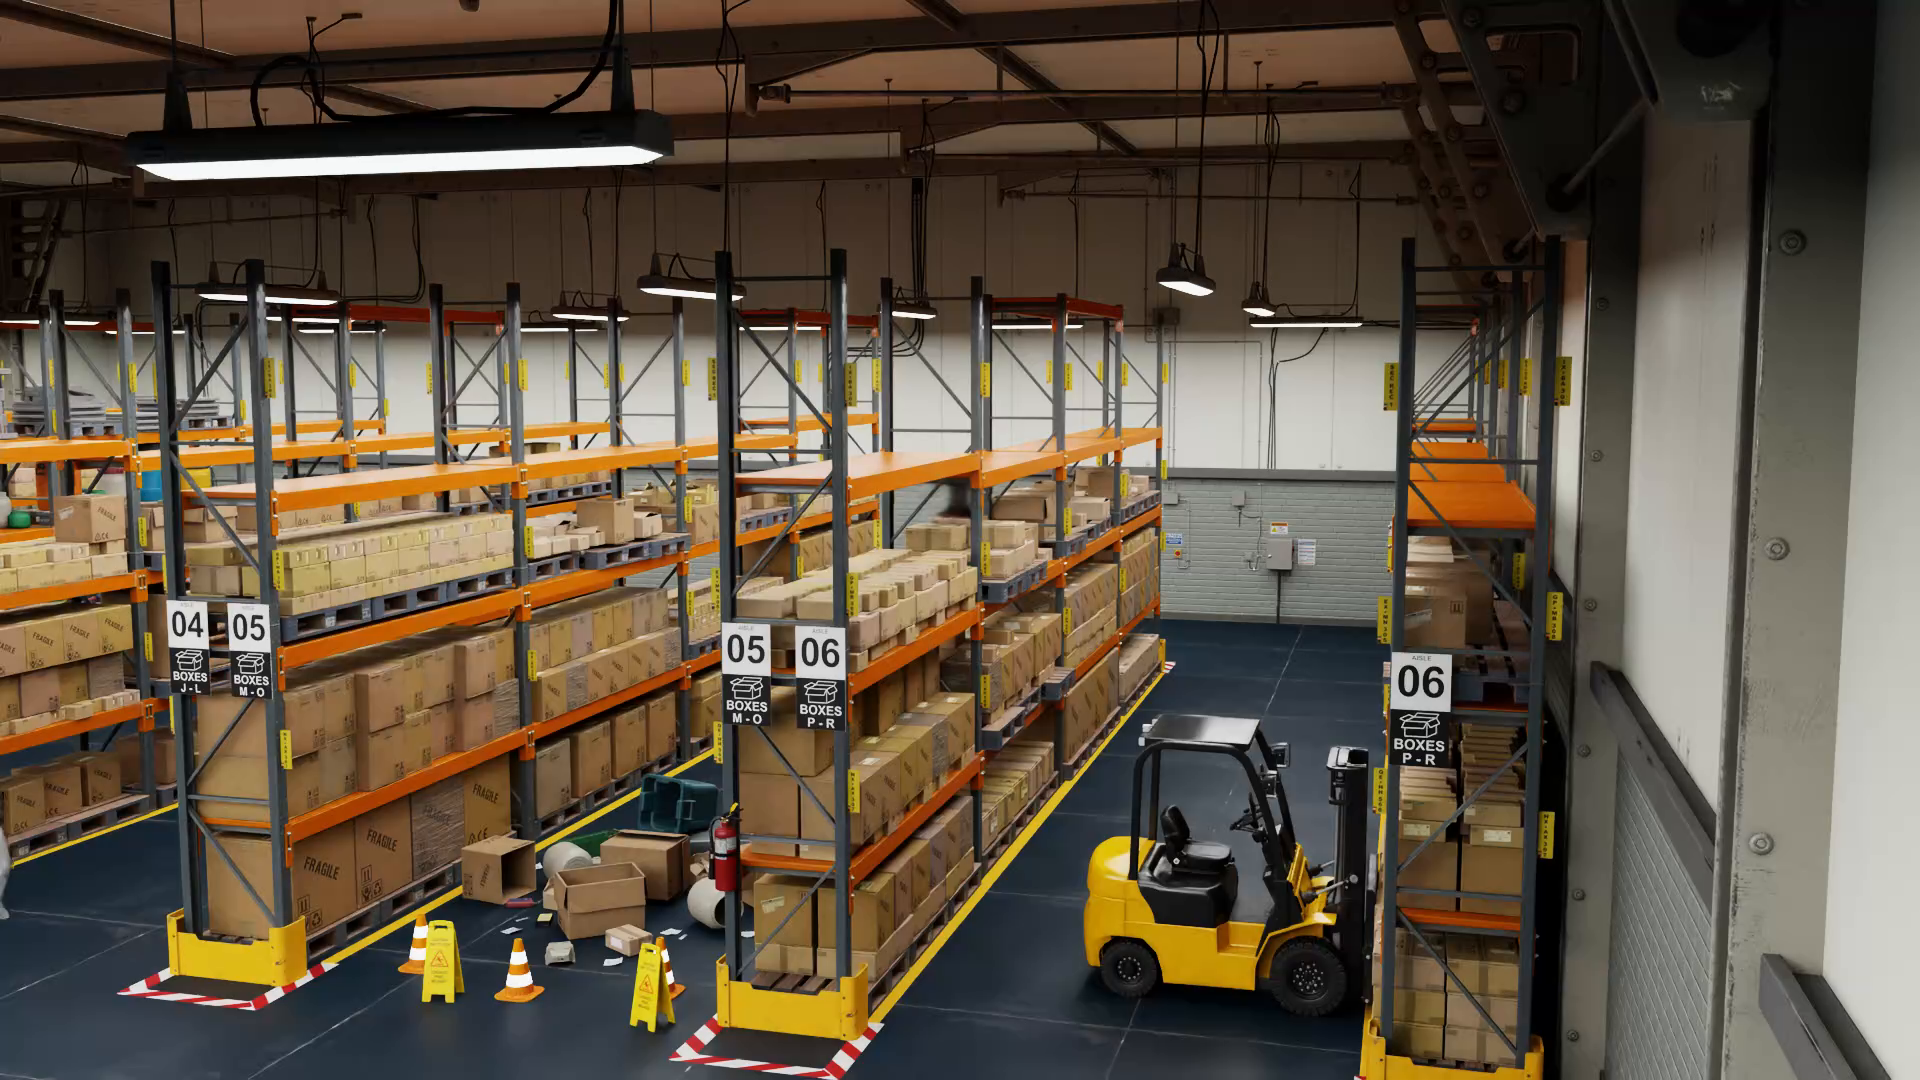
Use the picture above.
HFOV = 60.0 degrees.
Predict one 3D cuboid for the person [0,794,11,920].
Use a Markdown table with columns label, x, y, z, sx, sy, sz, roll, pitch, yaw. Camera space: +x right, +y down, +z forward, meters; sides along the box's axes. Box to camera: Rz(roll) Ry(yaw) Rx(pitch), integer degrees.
| label | x | y | z | sx | sy | sz | roll | pitch | yaw |
| --- | --- | --- | --- | --- | --- | --- | --- | --- | --- |
| person | -9.079 | 2.737 | 15.379 | 0.440 | 1.720 | 0.528 | 5 | 8 | 41 |
